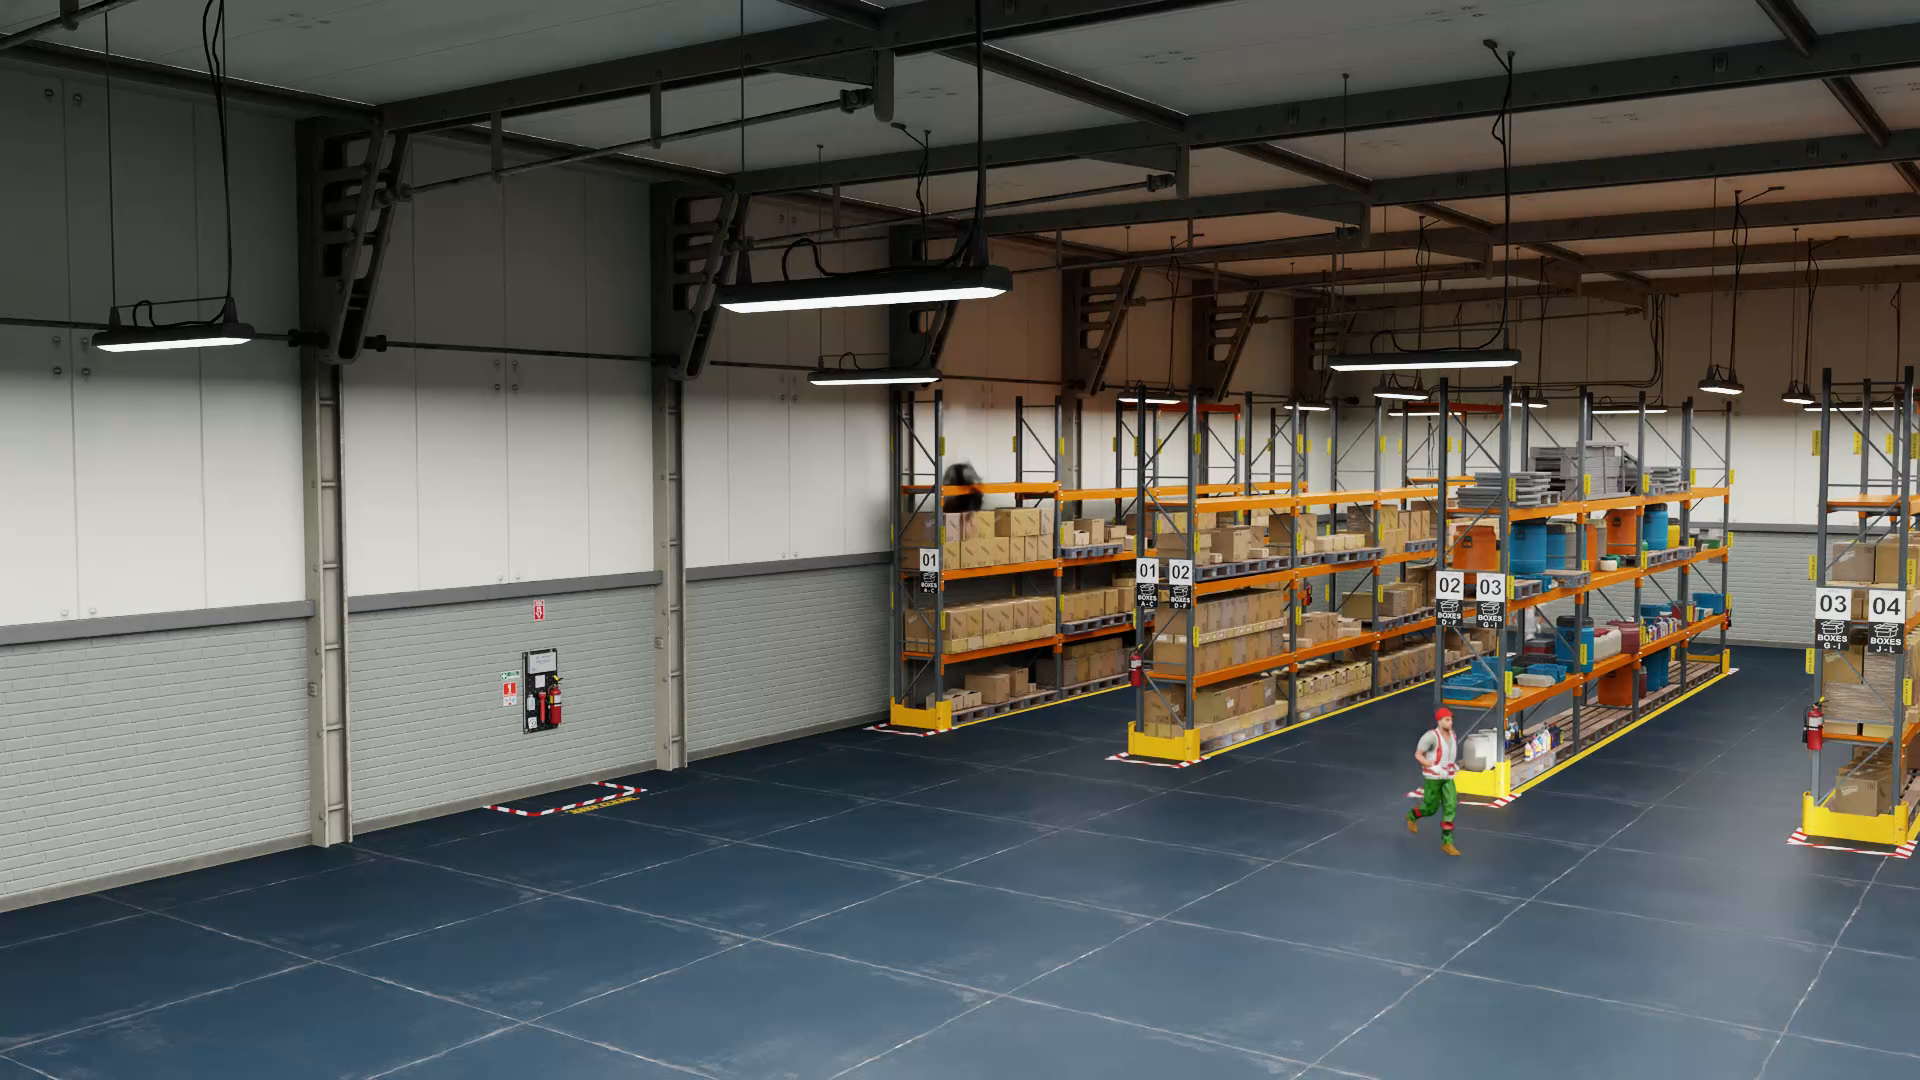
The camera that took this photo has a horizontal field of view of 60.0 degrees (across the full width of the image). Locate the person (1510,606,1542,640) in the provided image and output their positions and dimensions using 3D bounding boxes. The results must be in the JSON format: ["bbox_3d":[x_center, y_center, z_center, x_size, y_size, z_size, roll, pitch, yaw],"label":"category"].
[{"bbox_3d":[12.359,2.062,36.356,0.633,1.829,0.804,2,4,29],"label":"person"}]

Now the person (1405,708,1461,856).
[{"bbox_3d":[5.924,2.957,20.668,0.684,1.772,0.976,-2,4,-27],"label":"person"}]
